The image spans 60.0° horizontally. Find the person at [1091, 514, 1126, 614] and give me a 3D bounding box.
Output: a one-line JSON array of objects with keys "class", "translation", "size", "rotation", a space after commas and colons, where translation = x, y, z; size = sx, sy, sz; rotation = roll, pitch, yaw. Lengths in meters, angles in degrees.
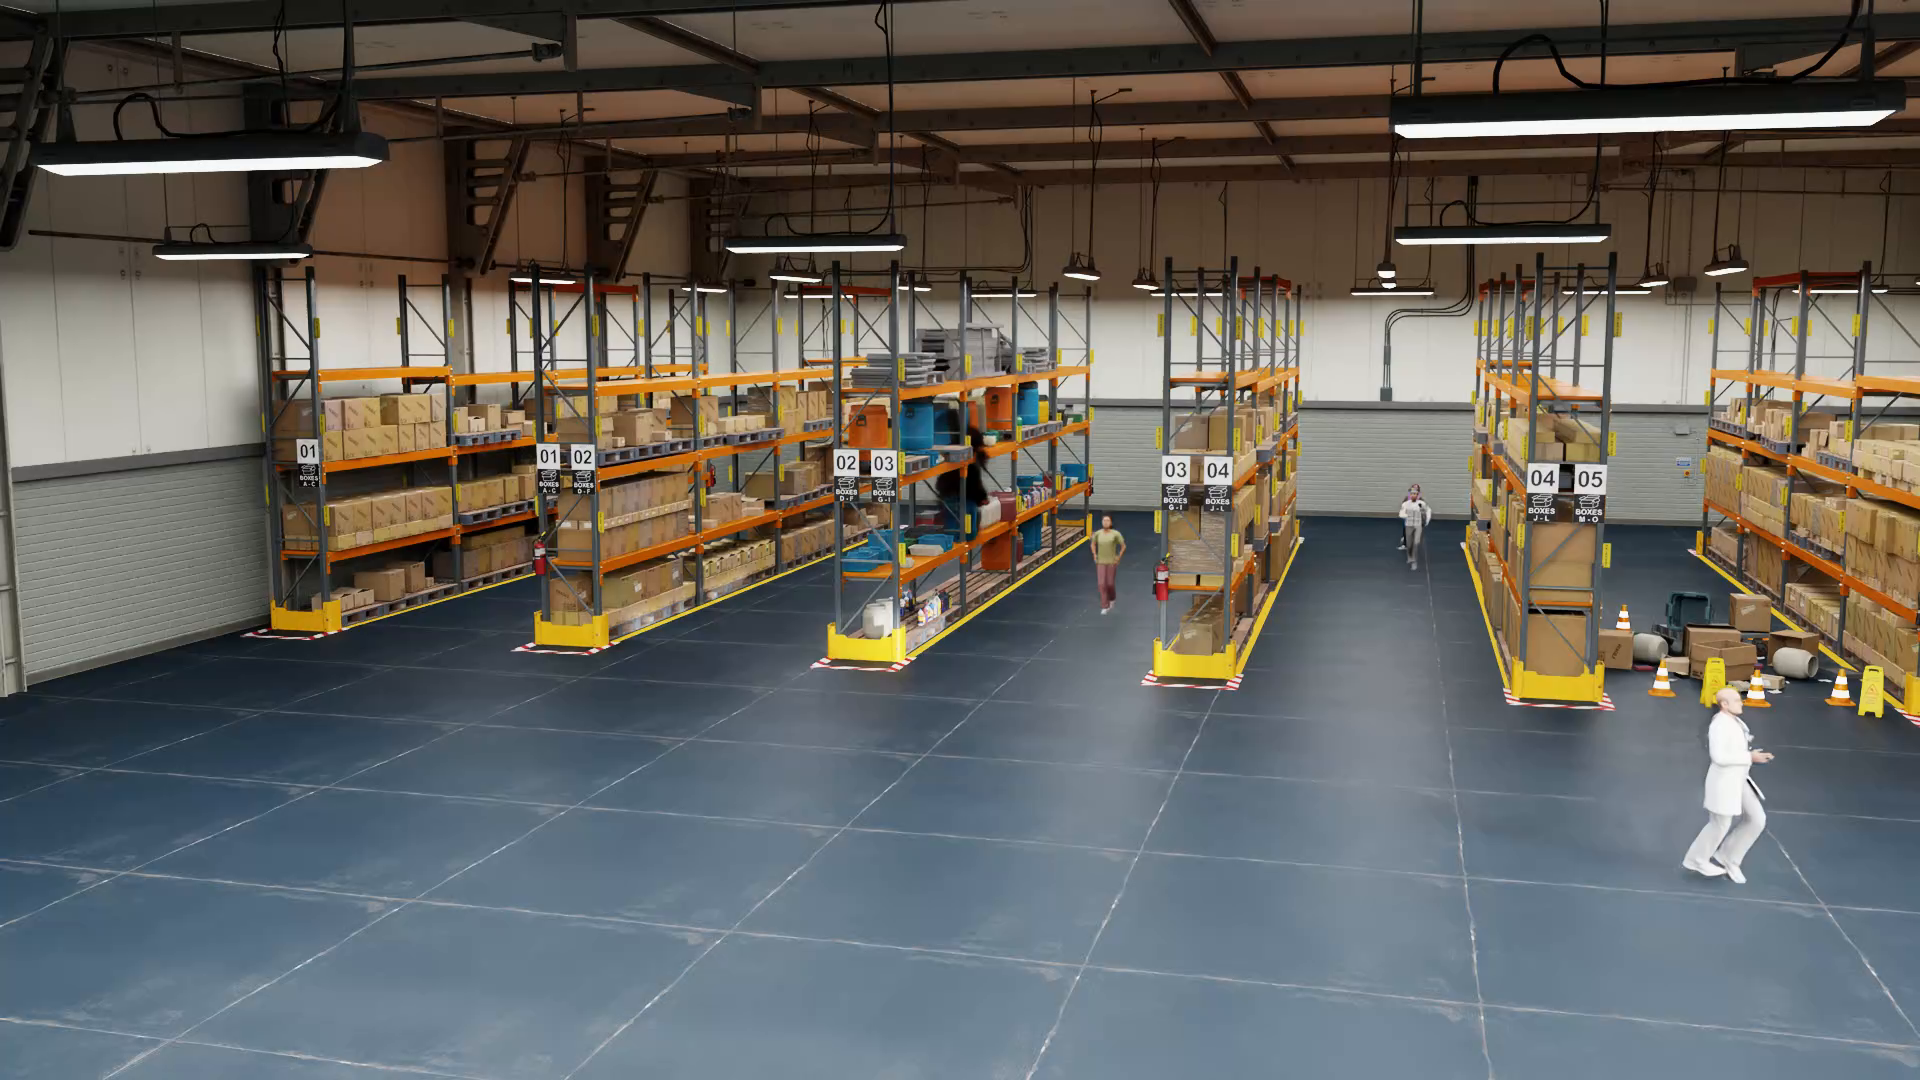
[{"class": "person", "translation": [2.457, 0.389, 27.739], "size": [0.598, 1.652, 0.634], "rotation": [2, 8, 15]}]

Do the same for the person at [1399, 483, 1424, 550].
[{"class": "person", "translation": [10.226, -0.520, 37.665], "size": [0.578, 1.528, 0.478], "rotation": [3, 8, 20]}]

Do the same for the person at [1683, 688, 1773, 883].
[{"class": "person", "translation": [6.974, 2.236, 15.036], "size": [0.684, 1.814, 0.755], "rotation": [-7, 10, -43]}]

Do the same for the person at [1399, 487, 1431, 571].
[{"class": "person", "translation": [9.520, -0.261, 34.859], "size": [0.621, 1.695, 0.938], "rotation": [3, 8, 20]}]
